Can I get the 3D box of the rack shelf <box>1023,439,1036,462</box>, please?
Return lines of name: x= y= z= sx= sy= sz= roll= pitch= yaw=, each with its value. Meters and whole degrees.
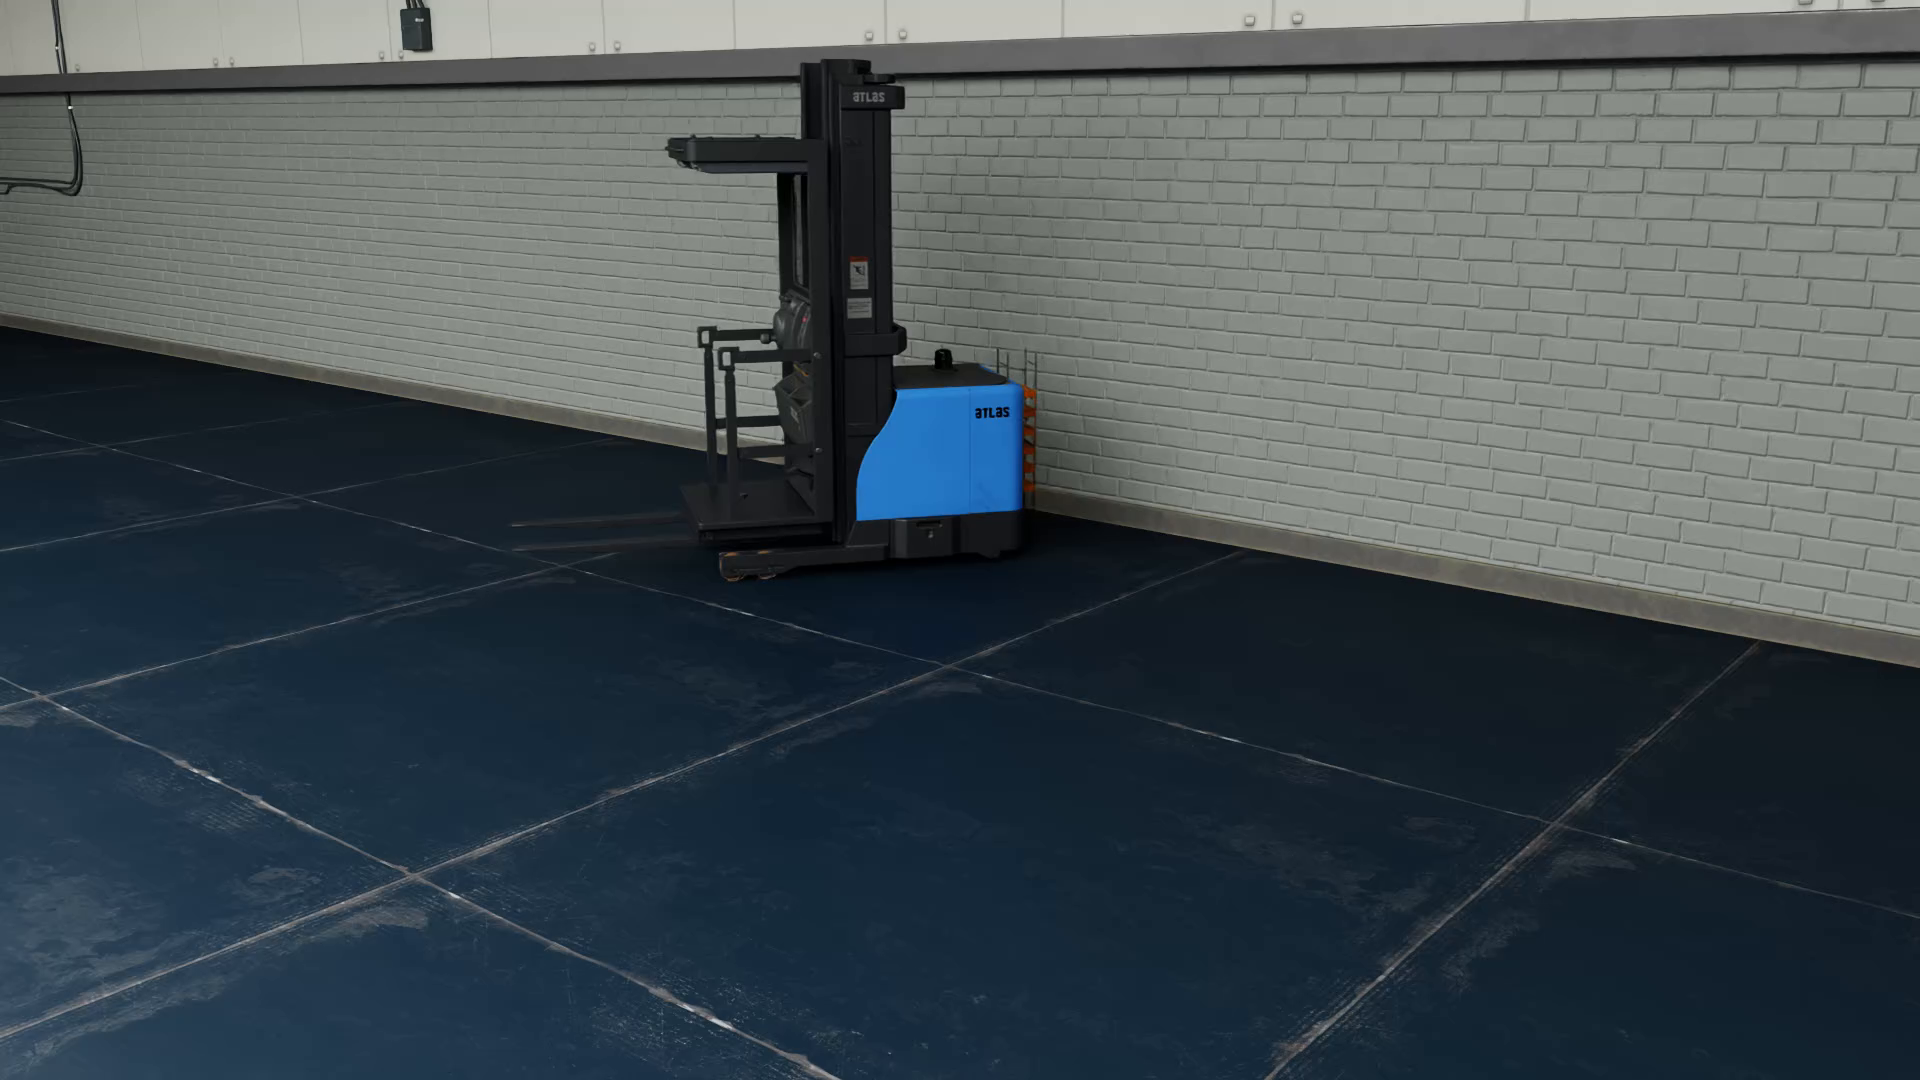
rack shelf: x=0.357 y=-0.566 z=10.595 sx=0.180 sy=0.103 sz=0.258 roll=-4 pitch=15 yaw=-15

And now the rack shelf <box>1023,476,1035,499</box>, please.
rack shelf: x=0.357 y=-0.333 z=10.654 sx=0.180 sy=0.103 sz=0.258 roll=-4 pitch=15 yaw=-15

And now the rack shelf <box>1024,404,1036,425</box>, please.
rack shelf: x=0.357 y=-0.799 z=10.536 sx=0.180 sy=0.103 sz=0.258 roll=-4 pitch=15 yaw=-15

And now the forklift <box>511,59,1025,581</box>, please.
forklift: x=-1.179 y=-1.324 z=9.882 sx=3.031 sy=2.935 sz=1.130 roll=-4 pitch=15 yaw=-15

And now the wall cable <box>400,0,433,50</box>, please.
wall cable: x=-4.056 y=-7.111 z=13.432 sx=2.305 sy=6.003 sz=0.169 roll=11 pitch=18 yaw=38

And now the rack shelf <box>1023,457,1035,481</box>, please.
rack shelf: x=0.357 y=-0.450 z=10.625 sx=0.180 sy=0.103 sz=0.258 roll=-4 pitch=15 yaw=-15

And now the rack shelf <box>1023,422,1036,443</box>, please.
rack shelf: x=0.357 y=-0.682 z=10.565 sx=0.180 sy=0.103 sz=0.258 roll=-4 pitch=15 yaw=-15

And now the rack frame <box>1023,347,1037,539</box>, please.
rack frame: x=0.445 y=-0.615 z=10.607 sx=0.006 sy=1.200 sz=0.240 roll=-4 pitch=15 yaw=-15

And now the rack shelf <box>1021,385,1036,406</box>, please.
rack shelf: x=0.357 y=-0.915 z=10.506 sx=0.180 sy=0.103 sz=0.258 roll=-4 pitch=15 yaw=-15

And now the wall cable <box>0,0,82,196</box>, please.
wall cable: x=-11.430 y=-5.430 z=20.028 sx=3.097 sy=2.526 sz=0.112 roll=11 pitch=18 yaw=38

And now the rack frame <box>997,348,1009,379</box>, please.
rack frame: x=0.269 y=-0.603 z=10.561 sx=0.006 sy=1.200 sz=0.240 roll=-4 pitch=15 yaw=-15

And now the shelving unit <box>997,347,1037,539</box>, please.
shelving unit: x=0.357 y=-0.609 z=10.584 sx=0.189 sy=1.200 sz=0.258 roll=-4 pitch=15 yaw=-15
